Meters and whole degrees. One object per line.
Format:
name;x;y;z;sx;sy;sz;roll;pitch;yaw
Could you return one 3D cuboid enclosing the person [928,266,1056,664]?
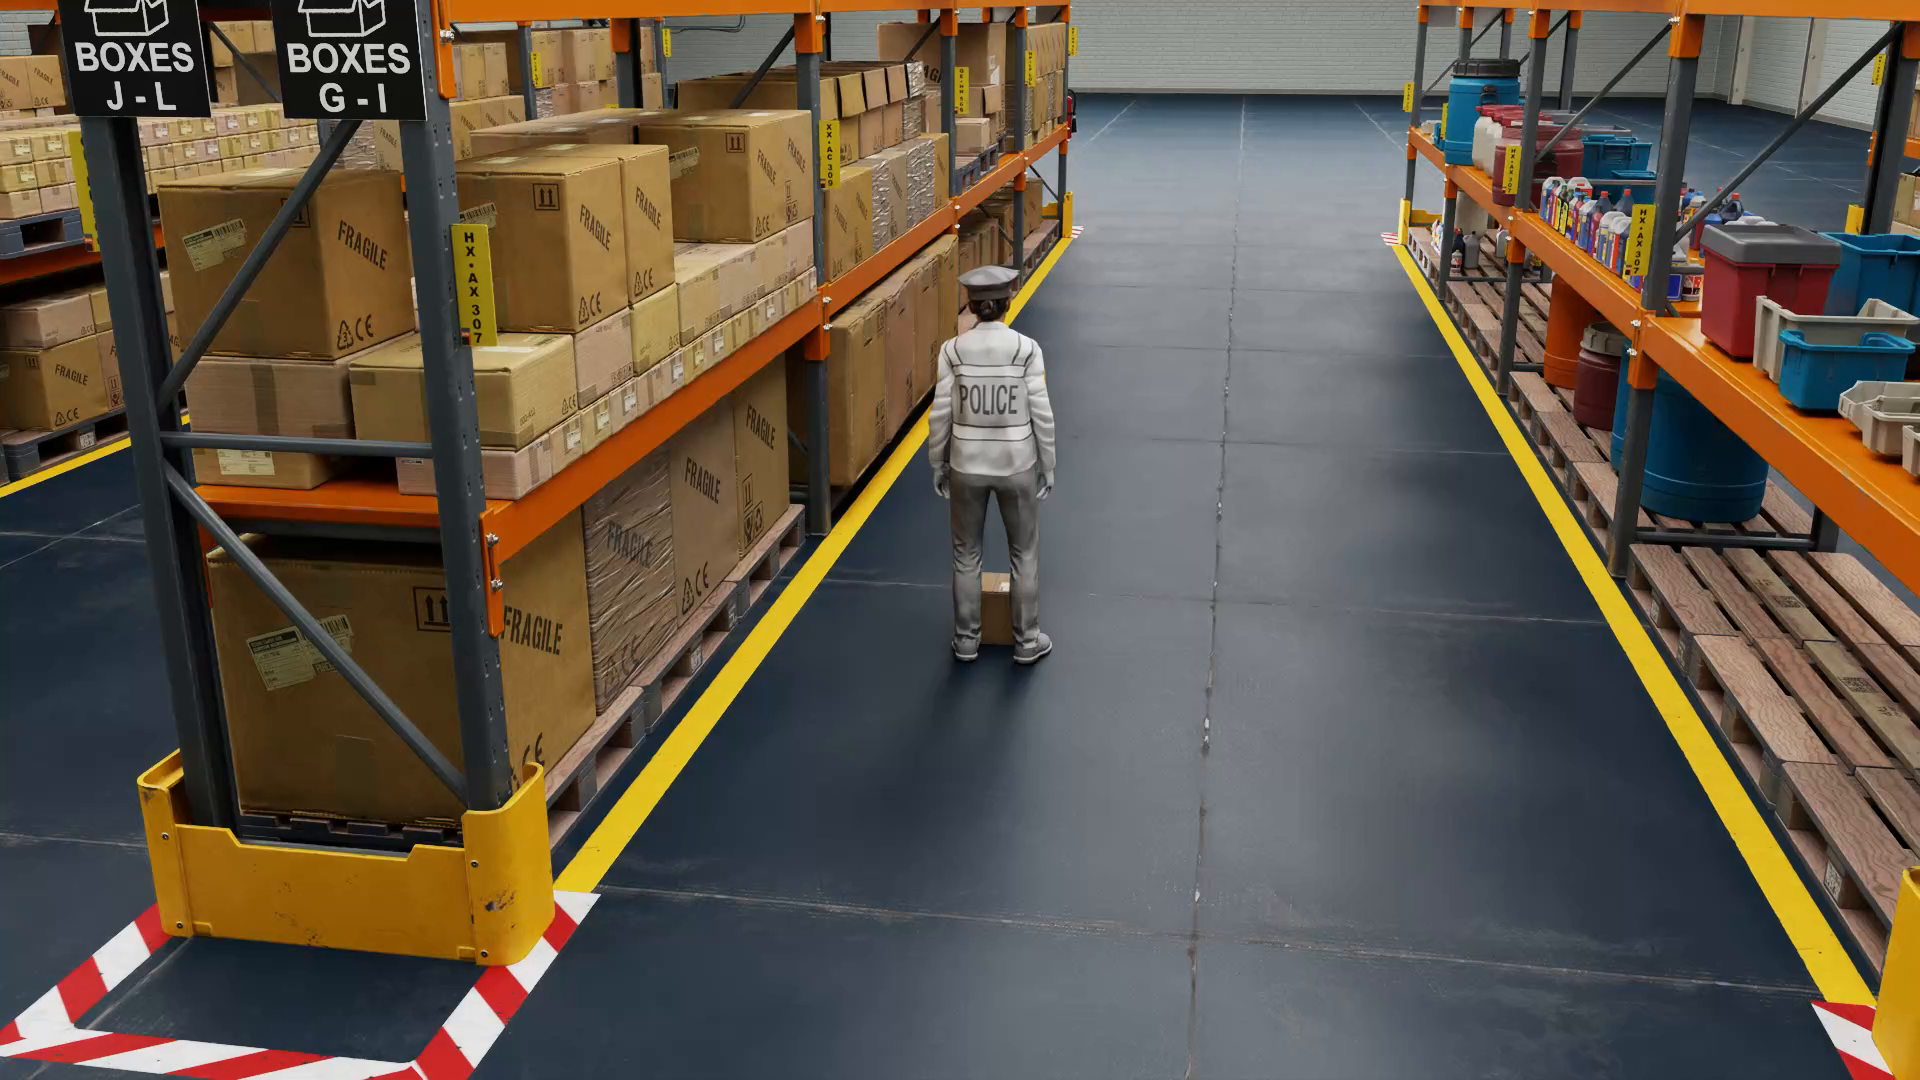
person;0.133;-0.291;6.946;0.521;1.662;0.373;2;18;6
